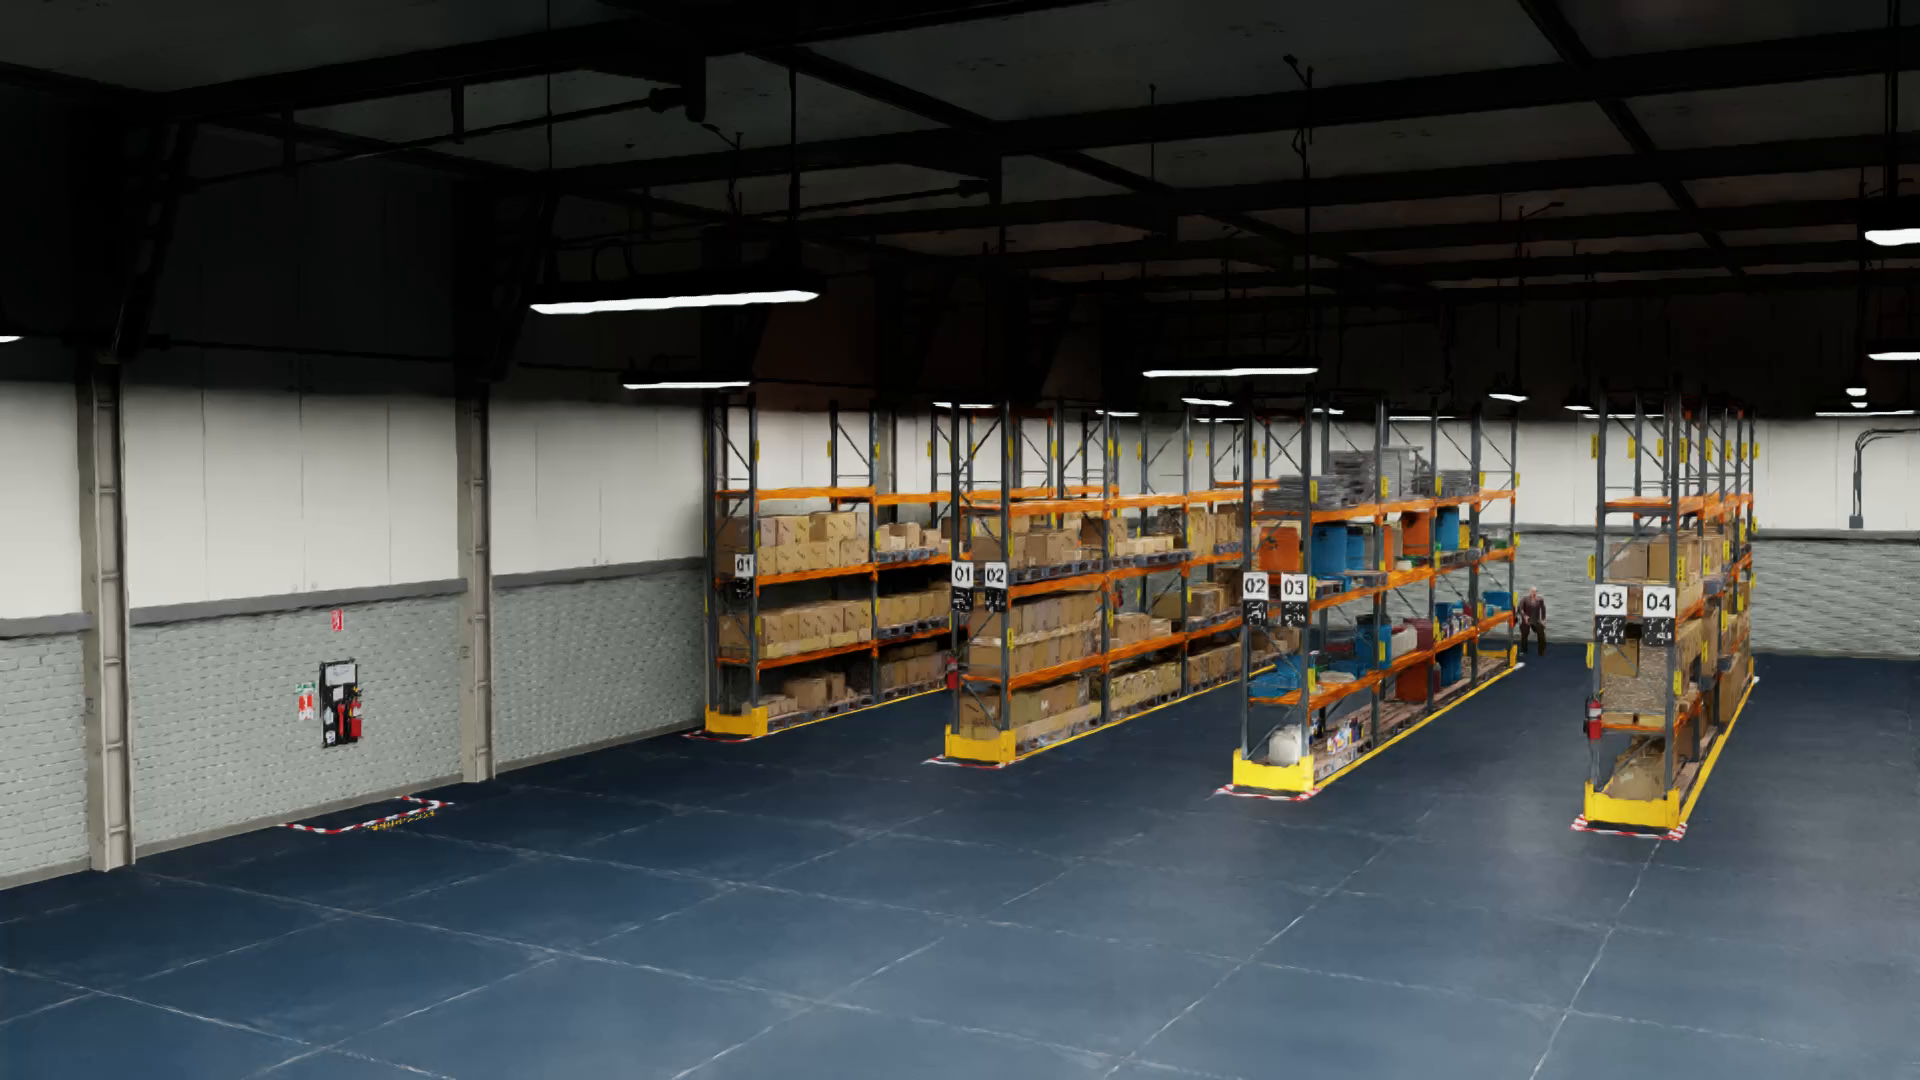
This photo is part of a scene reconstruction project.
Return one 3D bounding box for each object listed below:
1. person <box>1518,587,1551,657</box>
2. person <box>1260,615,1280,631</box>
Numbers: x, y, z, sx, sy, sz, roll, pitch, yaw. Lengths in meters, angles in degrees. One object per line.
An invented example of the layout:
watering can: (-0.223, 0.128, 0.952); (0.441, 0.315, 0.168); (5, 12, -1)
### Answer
person: (13.799, 1.971, 40.074); (0.724, 1.721, 0.852); (0, 3, 8)
person: (8.365, 1.719, 44.795); (0.548, 1.711, 1.145); (2, 3, 27)
